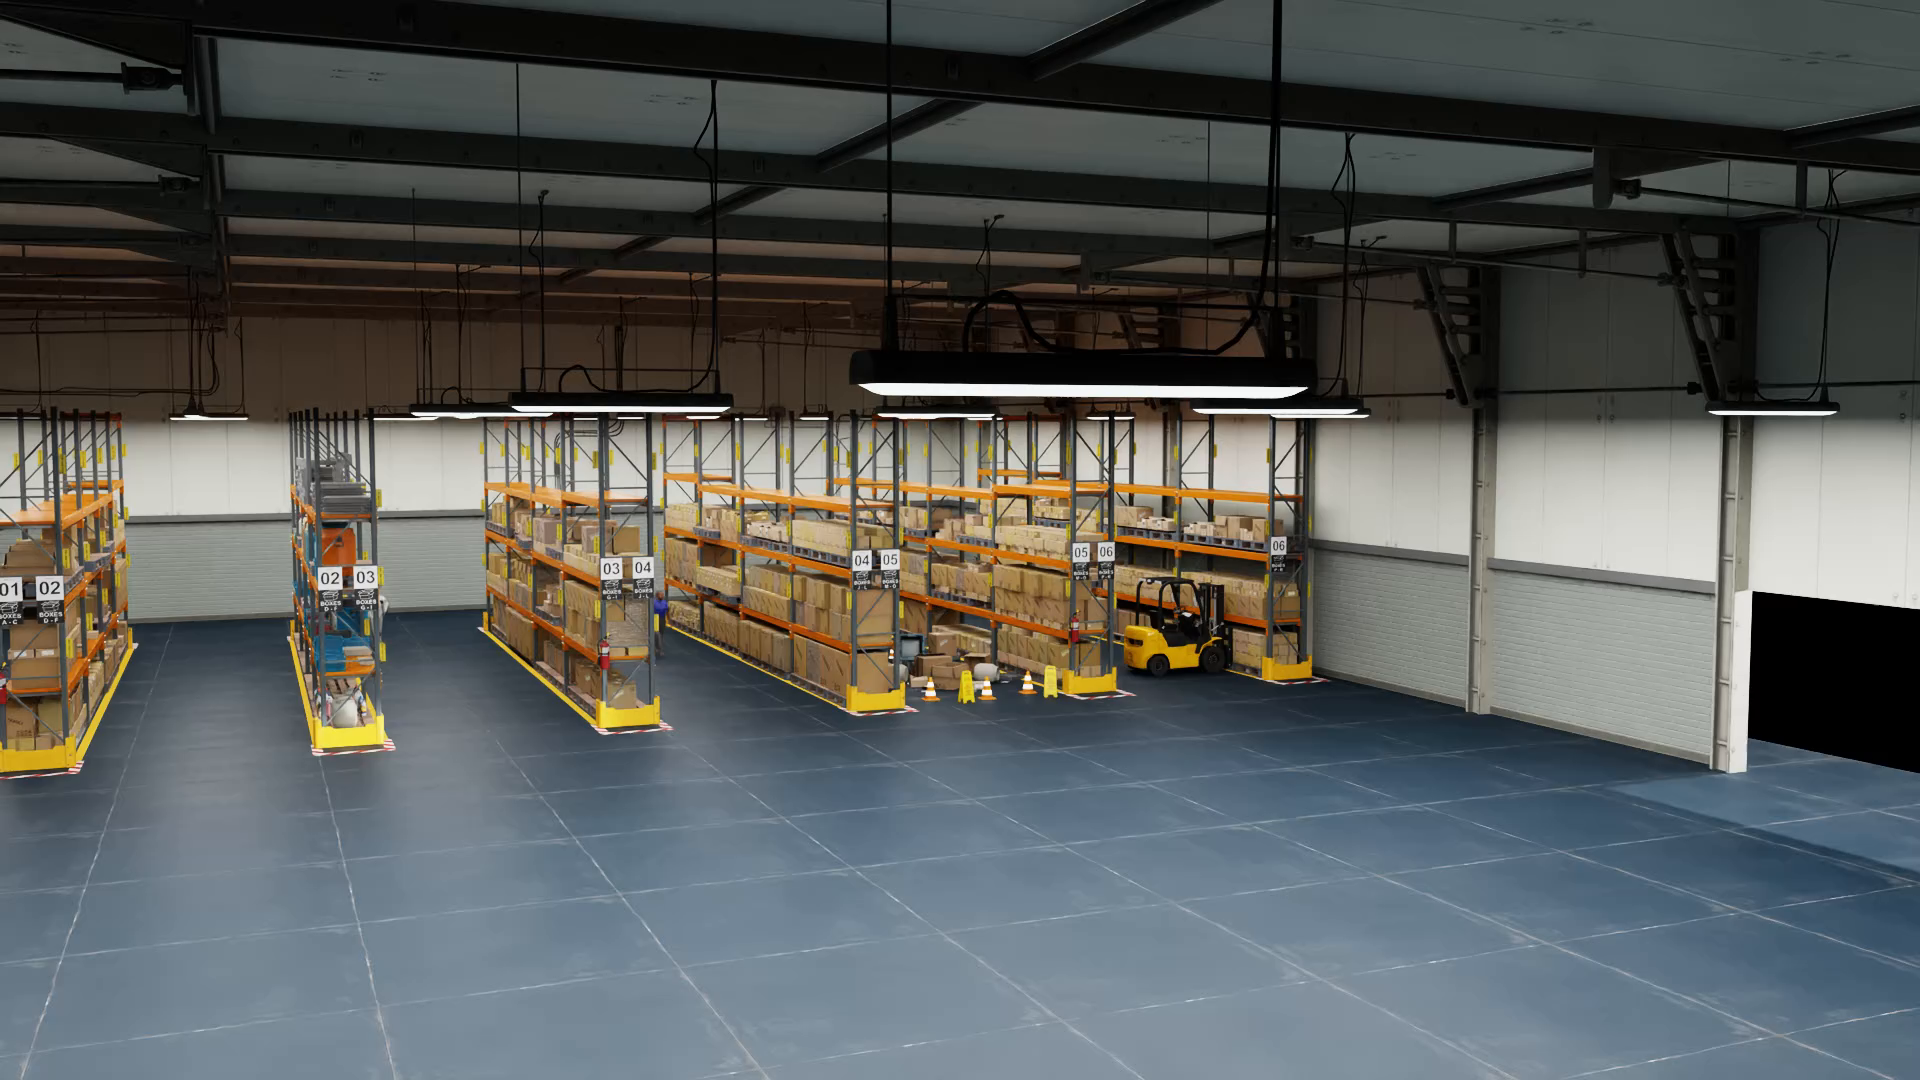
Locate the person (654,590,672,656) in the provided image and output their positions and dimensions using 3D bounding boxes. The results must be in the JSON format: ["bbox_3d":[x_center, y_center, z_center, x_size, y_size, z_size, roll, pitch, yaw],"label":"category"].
[{"bbox_3d":[-7.412,2.038,41.102,0.506,1.582,1.063,-3,5,-32],"label":"person"}]

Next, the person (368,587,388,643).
[{"bbox_3d":[-14.874,1.964,42.351,0.558,1.598,0.699,-1,4,-15],"label":"person"}]
